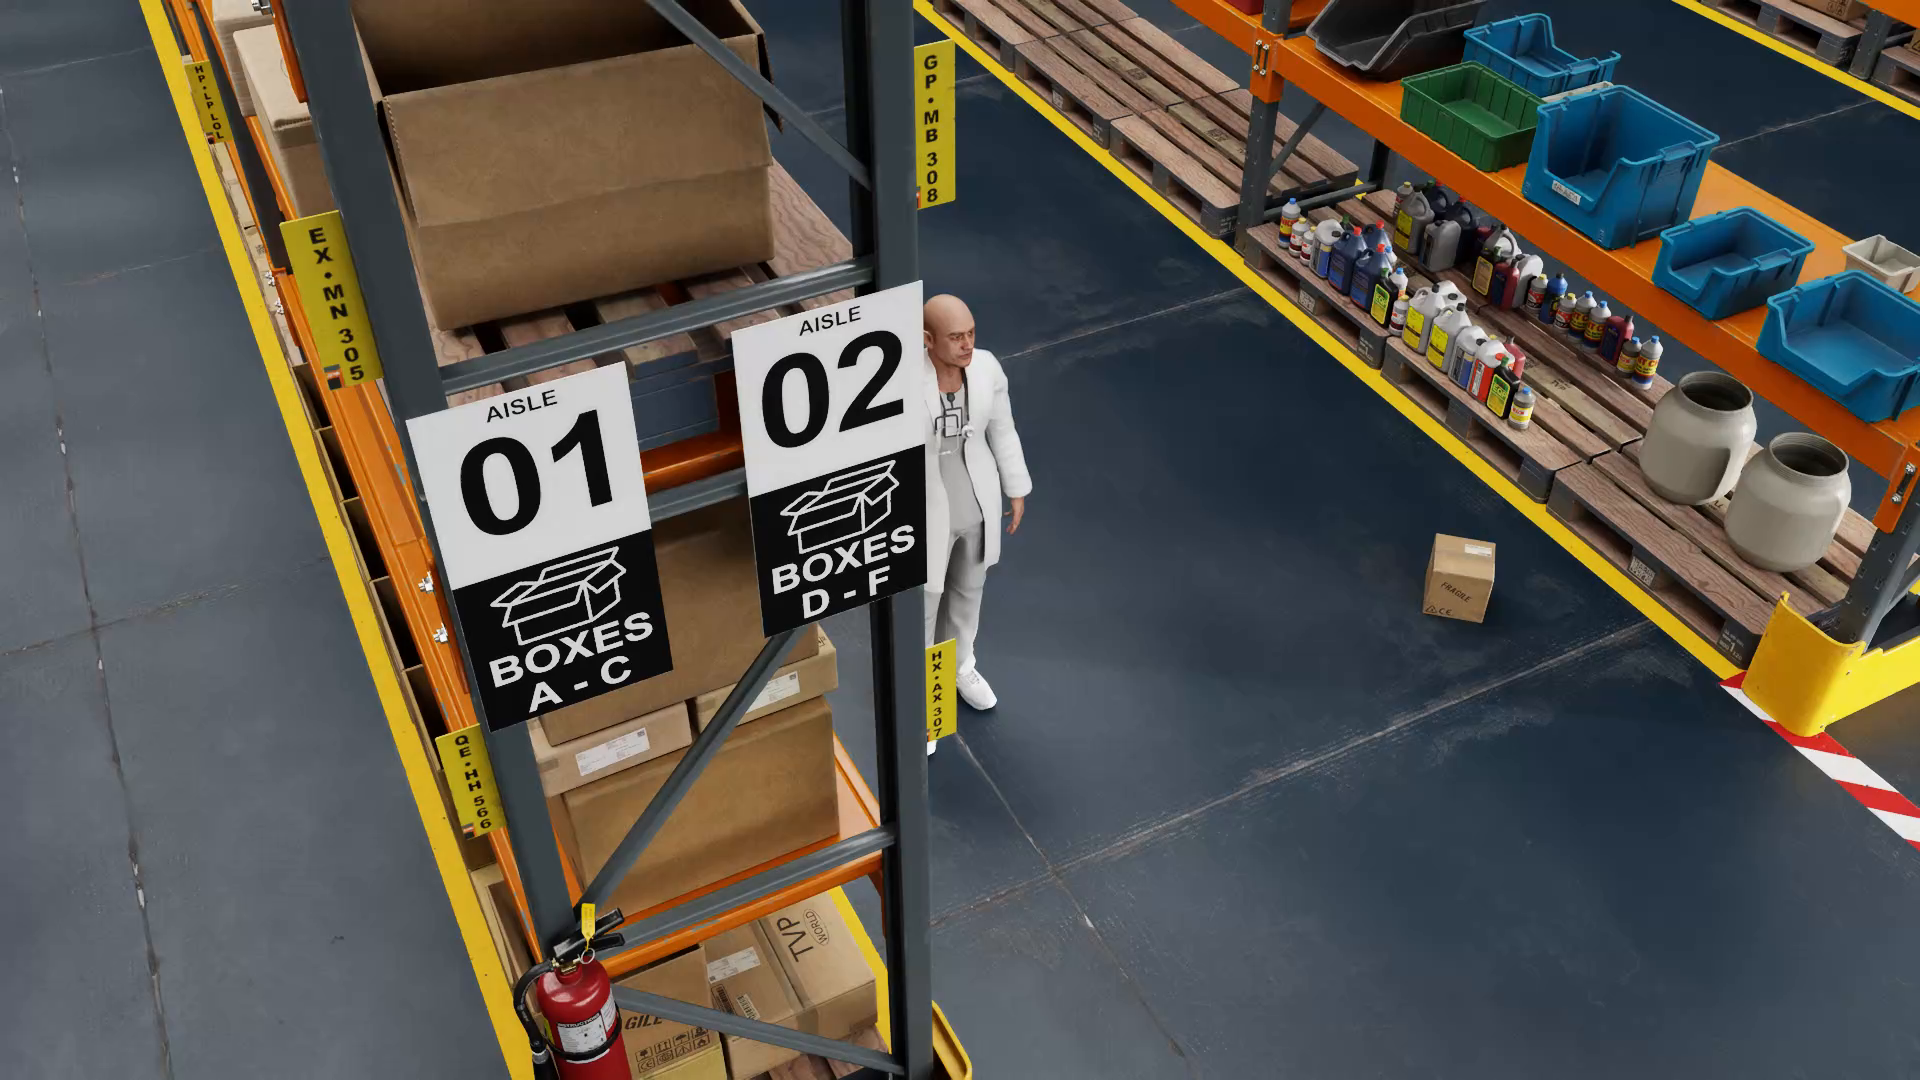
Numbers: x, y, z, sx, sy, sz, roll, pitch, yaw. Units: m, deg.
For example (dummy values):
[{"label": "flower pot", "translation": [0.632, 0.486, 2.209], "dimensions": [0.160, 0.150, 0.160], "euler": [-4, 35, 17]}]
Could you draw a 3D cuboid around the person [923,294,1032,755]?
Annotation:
[{"label": "person", "translation": [-0.010, -0.059, 6.225], "dimensions": [0.695, 1.775, 0.582], "euler": [-19, 44, -20]}]
